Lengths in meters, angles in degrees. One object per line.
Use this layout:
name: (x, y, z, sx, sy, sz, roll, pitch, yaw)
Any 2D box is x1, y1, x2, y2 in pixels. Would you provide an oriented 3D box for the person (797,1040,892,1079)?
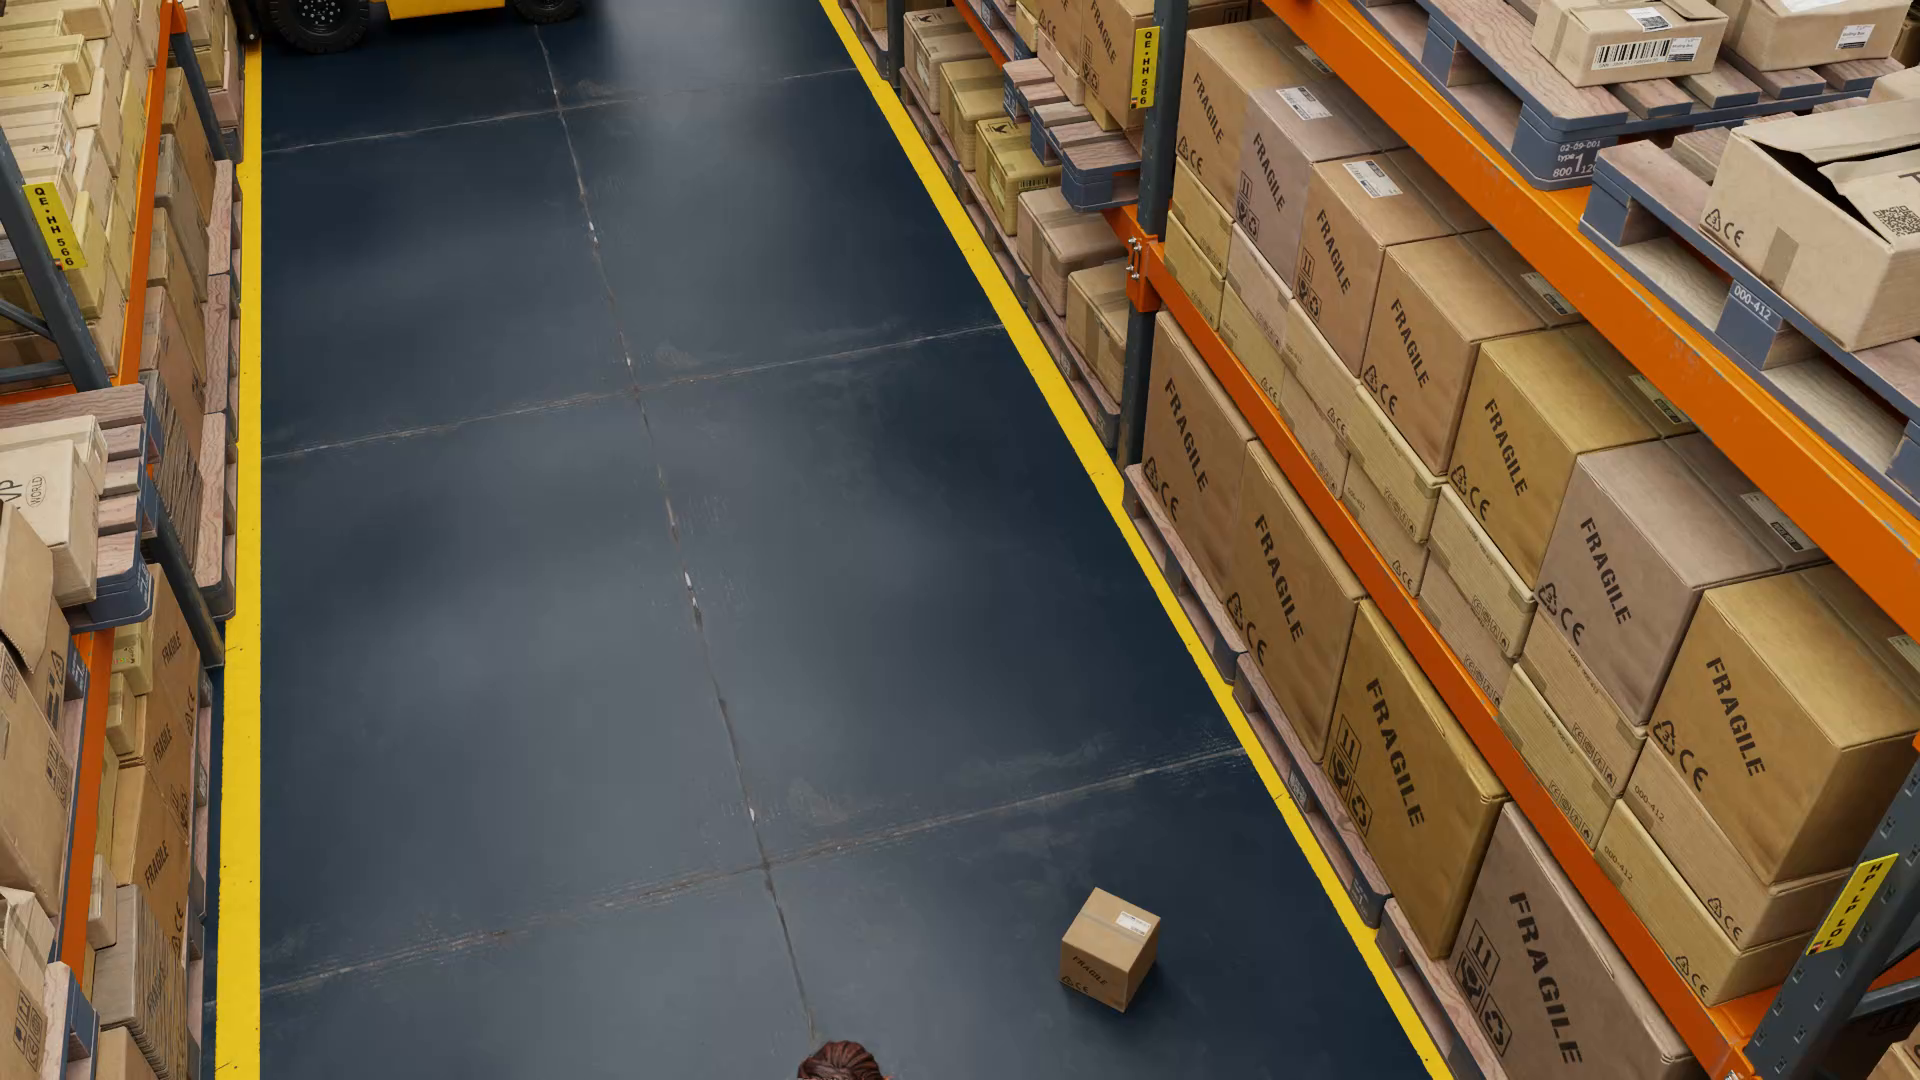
person: (-0.280, 1.797, 4.152, 0.470, 1.666, 0.470, 11, 44, 12)
